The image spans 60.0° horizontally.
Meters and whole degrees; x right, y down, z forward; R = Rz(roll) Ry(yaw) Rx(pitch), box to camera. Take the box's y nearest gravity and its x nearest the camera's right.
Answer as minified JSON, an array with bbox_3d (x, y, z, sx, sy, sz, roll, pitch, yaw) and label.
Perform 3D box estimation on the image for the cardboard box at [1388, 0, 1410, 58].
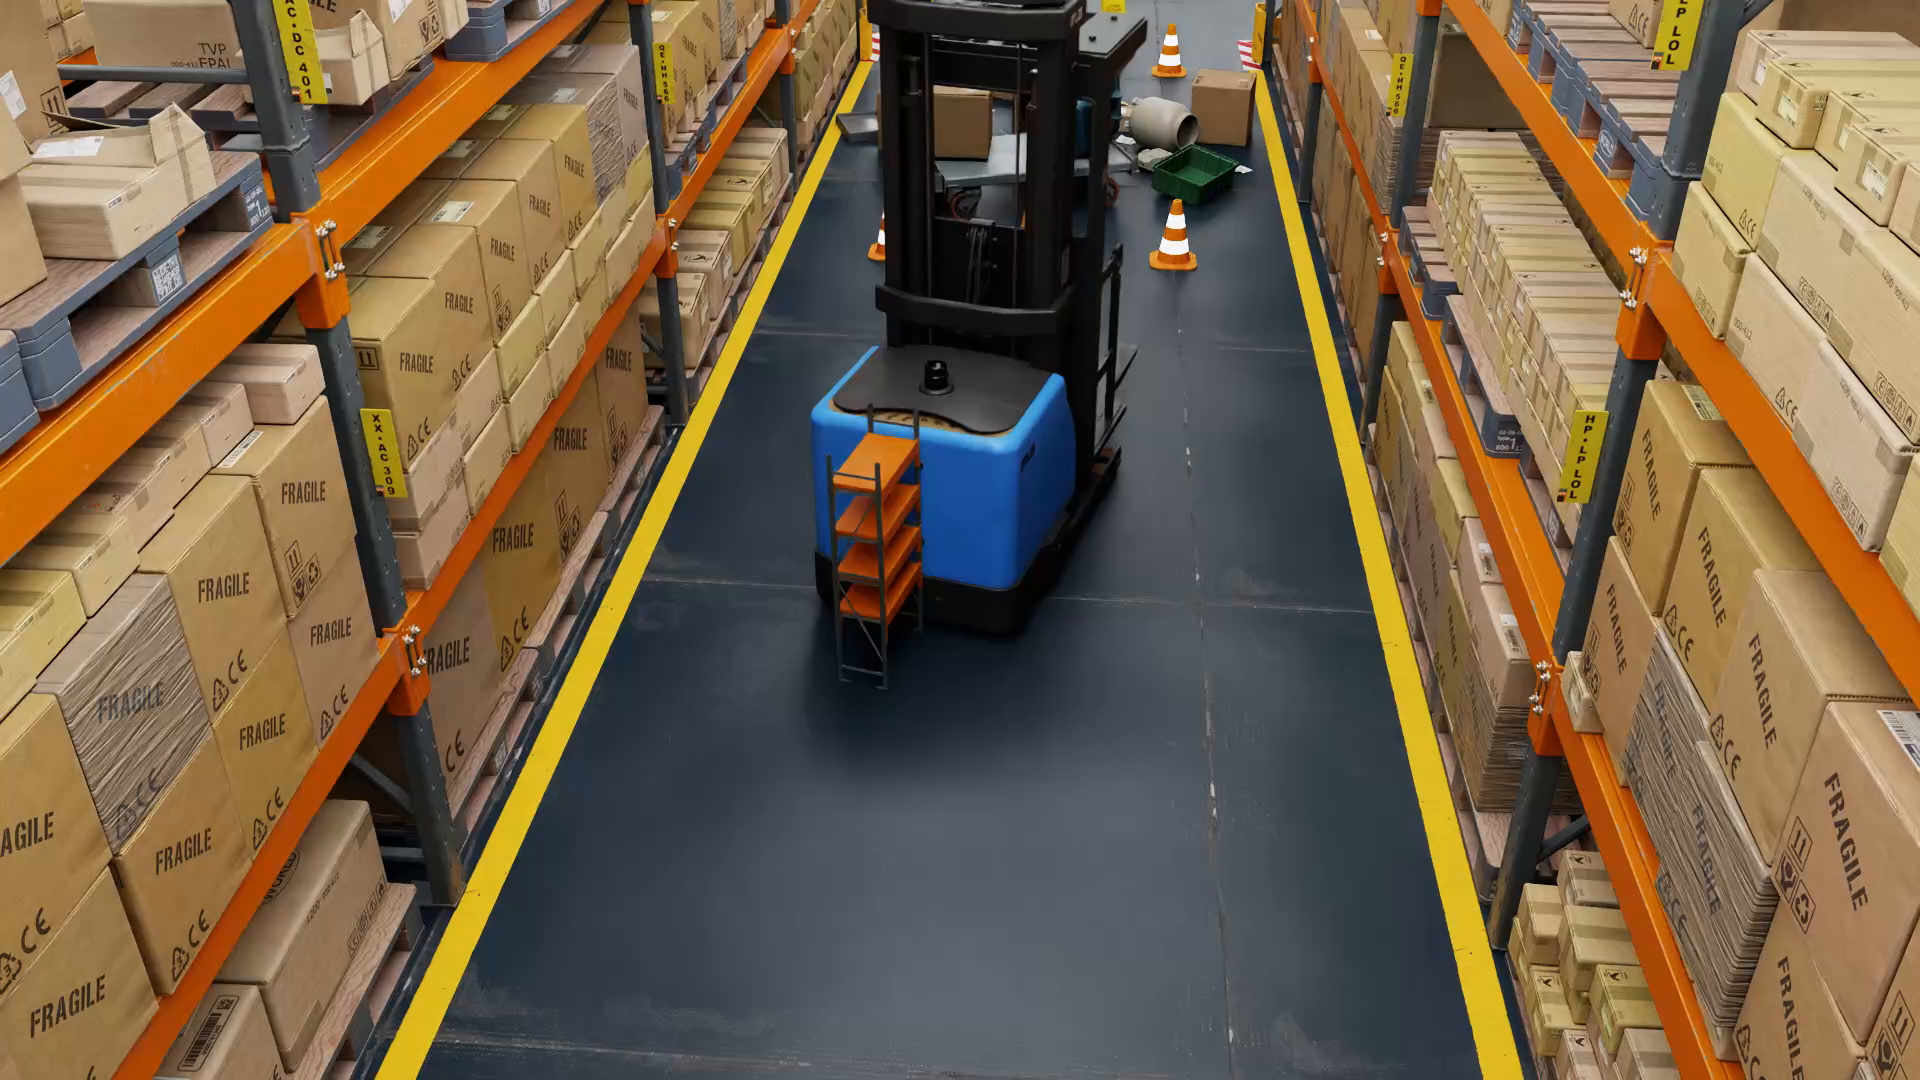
[{"bbox_3d":[2.953,-3.071,9.825,0.700,0.500,0.500,2,32,3],"label":"cardboard box"}]

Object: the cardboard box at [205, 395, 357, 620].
[{"bbox_3d":[-2.204,-0.112,5.024,0.500,0.500,0.500,2,32,4],"label":"cardboard box"}]

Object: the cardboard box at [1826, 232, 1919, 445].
[{"bbox_3d":[2.123,-0.405,3.356,0.500,0.250,0.500,3,32,5],"label":"cardboard box"}]

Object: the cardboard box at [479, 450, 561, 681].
[{"bbox_3d":[-2.404,0.023,7.478,0.875,0.875,0.875,3,32,5],"label":"cardboard box"}]

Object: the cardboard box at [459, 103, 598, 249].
[{"bbox_3d":[-1.977,-1.653,7.524,0.500,0.500,0.500,2,32,4],"label":"cardboard box"}]

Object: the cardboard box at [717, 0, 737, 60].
[{"bbox_3d":[-1.727,-3.379,10.595,0.500,0.500,0.500,1,32,2],"label":"cardboard box"}]

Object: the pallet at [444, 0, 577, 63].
[{"bbox_3d":[-2.203,-2.267,6.890,1.003,0.211,1.213,4,32,6],"label":"pallet"}]

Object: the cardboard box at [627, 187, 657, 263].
[{"bbox_3d":[-1.897,-1.655,8.719,0.500,0.250,0.500,1,32,2],"label":"cardboard box"}]

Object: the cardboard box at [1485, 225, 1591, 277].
[{"bbox_3d":[2.491,-1.240,7.175,0.380,0.149,0.250,3,32,5],"label":"cardboard box"}]

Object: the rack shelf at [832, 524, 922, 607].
[{"bbox_3d":[-0.372,0.095,7.571,0.258,0.148,0.480,10,34,15],"label":"rack shelf"}]

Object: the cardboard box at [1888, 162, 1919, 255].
[{"bbox_3d":[2.150,-0.653,3.378,0.380,0.149,0.250,1,32,2],"label":"cardboard box"}]

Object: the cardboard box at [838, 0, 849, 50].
[{"bbox_3d":[-1.308,-4.801,15.188,0.500,0.500,0.500,4,32,6],"label":"cardboard box"}]

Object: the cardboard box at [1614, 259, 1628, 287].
[{"bbox_3d":[3.158,-1.218,7.423,0.380,0.149,0.250,2,32,4],"label":"cardboard box"}]

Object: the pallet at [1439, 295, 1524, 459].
[{"bbox_3d":[2.707,-0.717,7.237,1.003,0.211,1.213,2,32,4],"label":"pallet"}]

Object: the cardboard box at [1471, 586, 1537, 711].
[{"bbox_3d":[2.310,0.422,6.473,0.500,0.250,0.500,2,32,3],"label":"cardboard box"}]

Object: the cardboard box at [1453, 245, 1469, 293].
[{"bbox_3d":[2.525,-1.259,7.773,0.380,0.149,0.250,4,32,6],"label":"cardboard box"}]

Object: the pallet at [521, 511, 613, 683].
[{"bbox_3d":[-2.356,0.238,8.162,1.003,0.211,1.213,2,32,4],"label":"pallet"}]

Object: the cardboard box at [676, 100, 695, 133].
[{"bbox_3d":[-1.778,-2.515,9.811,0.380,0.149,0.250,0,32,1],"label":"cardboard box"}]

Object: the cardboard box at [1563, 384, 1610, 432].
[{"bbox_3d":[2.360,-0.428,5.857,0.380,0.149,0.250,2,32,3],"label":"cardboard box"}]

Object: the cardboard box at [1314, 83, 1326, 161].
[{"bbox_3d":[3.274,-3.527,13.239,0.875,0.875,0.875,3,32,5],"label":"cardboard box"}]

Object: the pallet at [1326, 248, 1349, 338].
[{"bbox_3d":[3.068,-1.693,11.297,1.003,0.211,1.213,2,32,4],"label":"pallet"}]

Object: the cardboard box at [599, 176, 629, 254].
[{"bbox_3d":[-1.939,-1.610,8.171,0.500,0.250,0.500,2,32,3],"label":"cardboard box"}]

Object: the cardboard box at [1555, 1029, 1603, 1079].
[{"bbox_3d":[2.161,1.739,5.386,0.380,0.149,0.250,2,32,4],"label":"cardboard box"}]

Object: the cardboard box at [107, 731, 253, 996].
[{"bbox_3d":[-2.286,0.841,4.430,0.500,0.500,0.500,2,32,3],"label":"cardboard box"}]

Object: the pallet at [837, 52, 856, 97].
[{"bbox_3d":[-1.571,-4.527,15.895,1.003,0.211,1.213,2,32,4],"label":"pallet"}]

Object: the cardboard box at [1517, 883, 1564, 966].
[{"bbox_3d":[2.153,1.340,5.749,0.380,0.149,0.250,4,32,6],"label":"cardboard box"}]

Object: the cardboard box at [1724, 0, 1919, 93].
[{"bbox_3d":[2.642,-1.435,4.866,0.700,0.500,0.500,3,32,4],"label":"cardboard box"}]

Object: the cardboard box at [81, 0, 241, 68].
[{"bbox_3d":[-2.578,-1.790,5.621,0.500,0.311,0.500,2,32,4],"label":"cardboard box"}]

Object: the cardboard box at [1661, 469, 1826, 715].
[{"bbox_3d":[2.195,0.159,4.302,0.500,0.500,0.500,2,32,2],"label":"cardboard box"}]

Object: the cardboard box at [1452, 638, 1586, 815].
[{"bbox_3d":[2.310,0.744,6.666,0.500,0.500,0.500,2,32,3],"label":"cardboard box"}]

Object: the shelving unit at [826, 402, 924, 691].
[{"bbox_3d":[-0.372,0.038,7.534,0.258,1.200,0.503,10,34,15],"label":"shelving unit"}]

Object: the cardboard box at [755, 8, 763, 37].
[{"bbox_3d":[-1.580,-3.603,11.577,0.380,0.149,0.250,2,32,3],"label":"cardboard box"}]

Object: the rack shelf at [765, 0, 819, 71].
[{"bbox_3d":[-1.626,-4.825,14.406,1.077,0.370,4.000,2,32,4],"label":"rack shelf"}]

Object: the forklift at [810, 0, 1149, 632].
[{"bbox_3d":[0.271,-1.571,8.506,1.130,2.935,3.031,11,33,17],"label":"forklift"}]

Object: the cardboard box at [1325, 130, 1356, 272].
[{"bbox_3d":[3.109,-2.315,11.392,1.050,0.750,0.750,2,32,4],"label":"cardboard box"}]

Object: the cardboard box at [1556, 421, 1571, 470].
[{"bbox_3d":[2.357,-0.296,5.928,0.380,0.149,0.250,3,32,4],"label":"cardboard box"}]

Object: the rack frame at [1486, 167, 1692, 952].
[{"bbox_3d":[2.501,0.256,5.475,1.000,3.000,0.127,2,32,4],"label":"rack frame"}]

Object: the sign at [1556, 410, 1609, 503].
[{"bbox_3d":[1.948,-0.258,5.207,0.100,0.325,0.005,2,32,4],"label":"sign"}]

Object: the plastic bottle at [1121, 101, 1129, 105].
[{"bbox_3d":[1.474,-3.888,15.001,0.133,0.061,0.283,-8,33,-13],"label":"plastic bottle"}]

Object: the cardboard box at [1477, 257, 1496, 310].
[{"bbox_3d":[2.484,-1.116,7.258,0.380,0.149,0.250,2,32,4],"label":"cardboard box"}]

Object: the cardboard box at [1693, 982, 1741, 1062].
[{"bbox_3d":[2.093,1.188,4.202,0.380,0.149,0.250,4,32,6],"label":"cardboard box"}]

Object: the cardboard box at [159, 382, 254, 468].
[{"bbox_3d":[-2.278,-0.339,4.774,0.380,0.149,0.250,3,32,5],"label":"cardboard box"}]

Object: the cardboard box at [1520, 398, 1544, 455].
[{"bbox_3d":[2.400,-0.429,6.426,0.380,0.149,0.250,1,32,1],"label":"cardboard box"}]

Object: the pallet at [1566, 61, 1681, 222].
[{"bbox_3d":[2.658,-1.259,5.254,1.213,0.211,1.003,2,32,4],"label":"pallet"}]

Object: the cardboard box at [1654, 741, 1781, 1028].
[{"bbox_3d":[2.100,0.856,4.123,0.500,0.500,0.500,2,32,3],"label":"cardboard box"}]

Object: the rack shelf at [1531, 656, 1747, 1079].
[{"bbox_3d":[2.338,1.608,3.967,1.077,0.370,4.000,2,32,4],"label":"rack shelf"}]

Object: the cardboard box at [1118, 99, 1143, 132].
[{"bbox_3d":[1.457,-3.740,14.566,0.396,0.266,0.258,8,32,12],"label":"cardboard box"}]

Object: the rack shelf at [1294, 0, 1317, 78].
[{"bbox_3d":[3.315,-4.666,14.149,1.077,0.370,4.000,2,32,4],"label":"rack shelf"}]

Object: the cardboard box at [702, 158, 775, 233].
[{"bbox_3d":[-1.885,-2.495,12.044,0.950,0.372,0.625,4,32,7],"label":"cardboard box"}]

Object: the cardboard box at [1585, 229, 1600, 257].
[{"bbox_3d":[3.202,-1.365,7.945,0.380,0.149,0.250,3,32,5],"label":"cardboard box"}]

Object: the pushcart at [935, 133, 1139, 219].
[{"bbox_3d":[0.487,-2.898,13.093,1.648,0.377,0.936,-8,33,-13],"label":"pushcart"}]

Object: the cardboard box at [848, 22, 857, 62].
[{"bbox_3d":[-1.263,-4.739,15.801,0.500,0.250,0.500,2,32,4],"label":"cardboard box"}]

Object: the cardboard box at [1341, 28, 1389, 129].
[{"bbox_3d":[2.716,-2.915,10.526,0.500,0.500,0.500,3,32,5],"label":"cardboard box"}]

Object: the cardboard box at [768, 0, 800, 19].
[{"bbox_3d":[-1.444,-4.130,12.831,0.380,0.149,0.250,2,32,4],"label":"cardboard box"}]

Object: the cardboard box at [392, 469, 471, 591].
[{"bbox_3d":[-2.142,-0.057,6.127,0.500,0.250,0.500,2,32,3],"label":"cardboard box"}]

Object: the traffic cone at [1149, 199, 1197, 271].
[{"bbox_3d":[1.538,-2.210,11.895,0.336,0.463,0.334,2,32,4],"label":"traffic cone"}]
